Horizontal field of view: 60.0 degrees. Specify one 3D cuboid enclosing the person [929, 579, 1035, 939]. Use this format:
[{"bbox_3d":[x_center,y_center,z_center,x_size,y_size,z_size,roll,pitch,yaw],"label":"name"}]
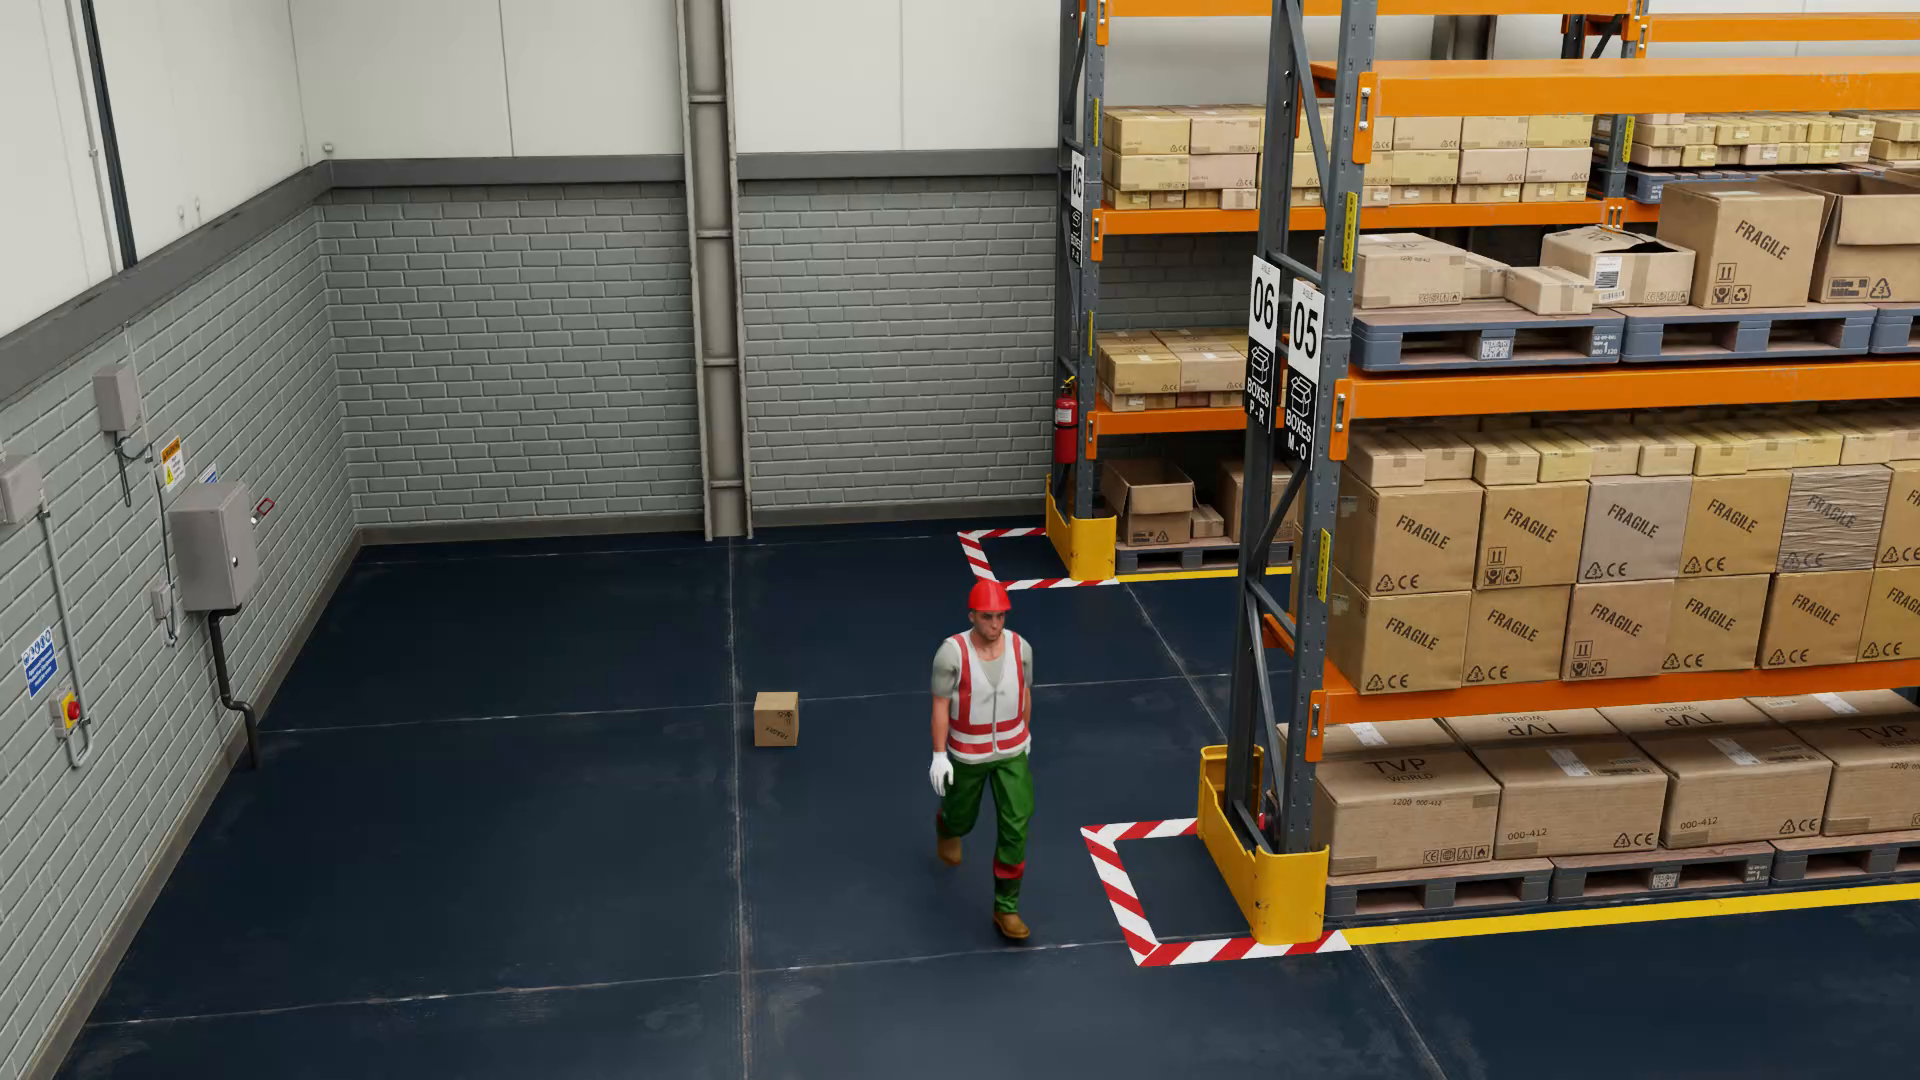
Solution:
[{"bbox_3d":[0.100,1.015,8.202,0.568,1.757,0.940,-5,20,-13],"label":"person"}]
